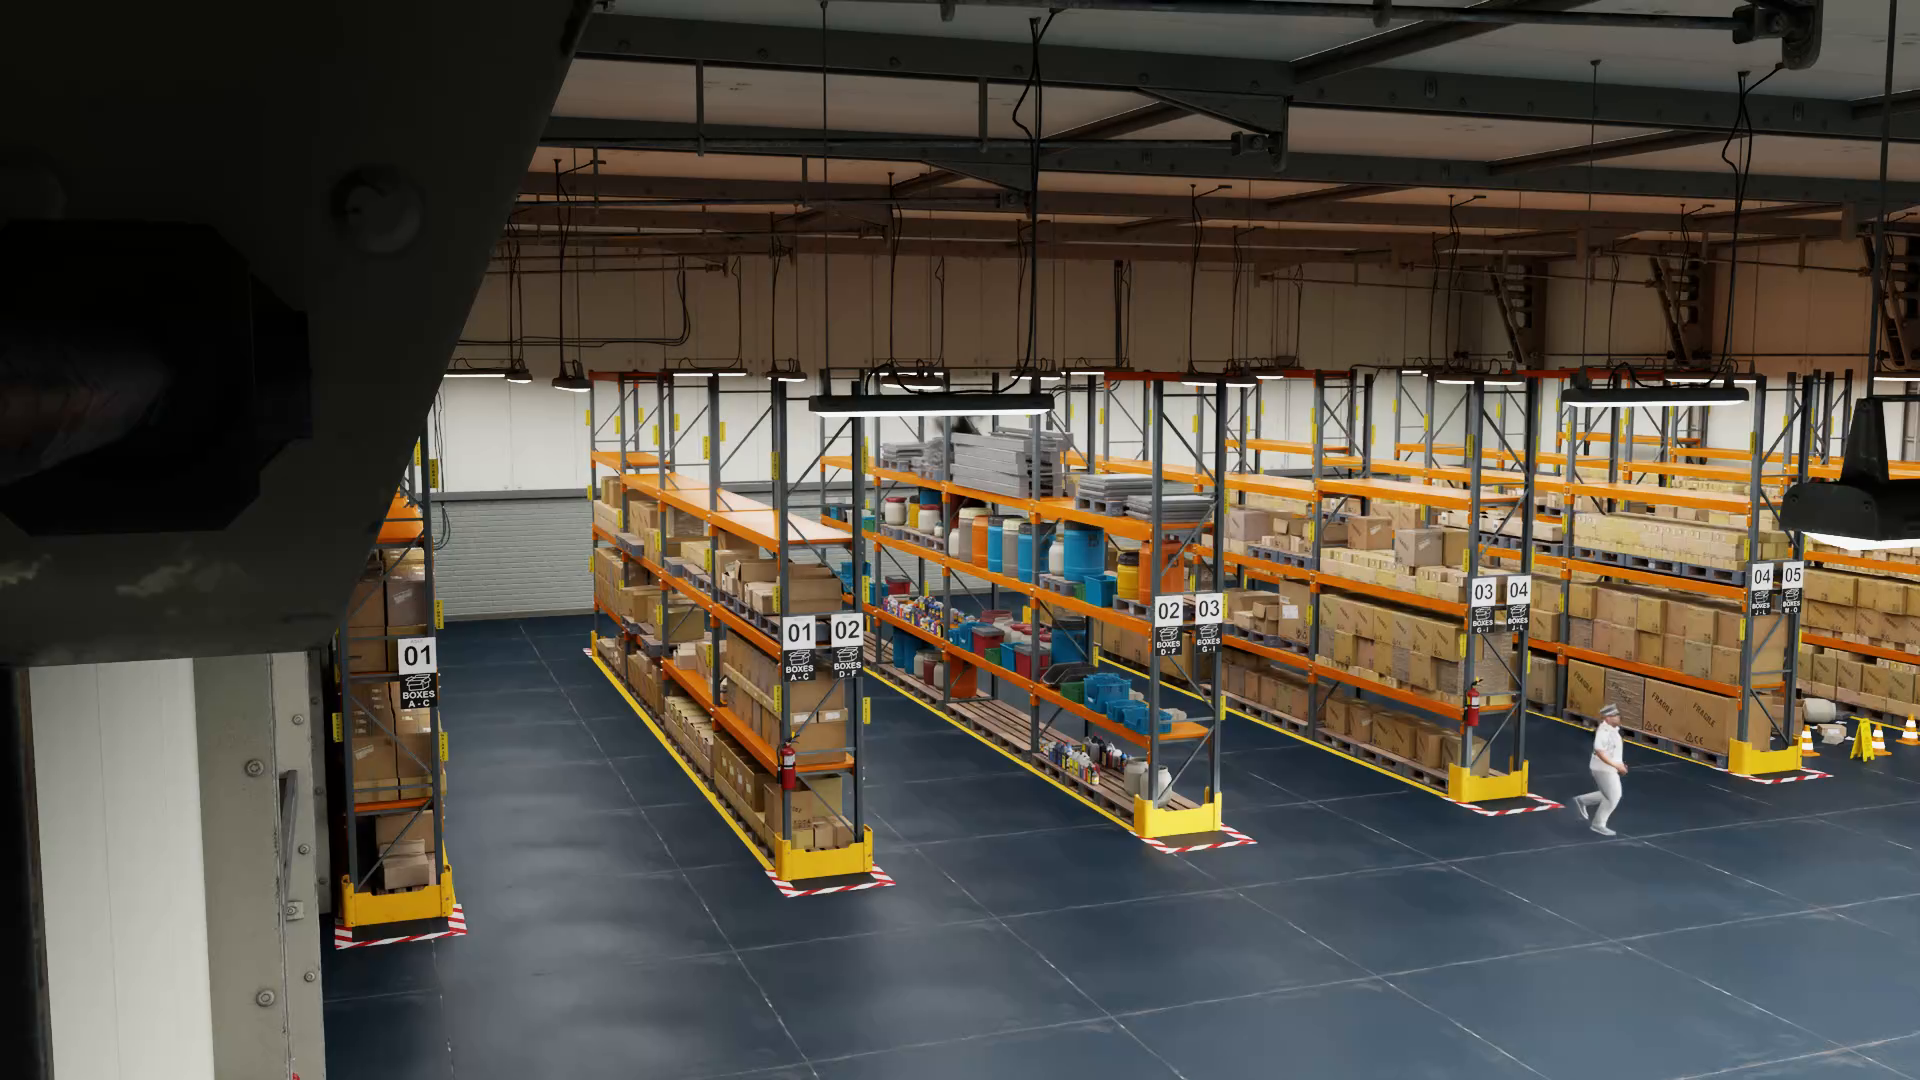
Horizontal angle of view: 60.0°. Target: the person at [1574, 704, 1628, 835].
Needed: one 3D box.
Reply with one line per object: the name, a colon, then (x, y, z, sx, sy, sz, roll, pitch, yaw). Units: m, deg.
person: (8.516, 3.019, 22.060, 0.680, 1.765, 0.681, 3, 7, 28)
